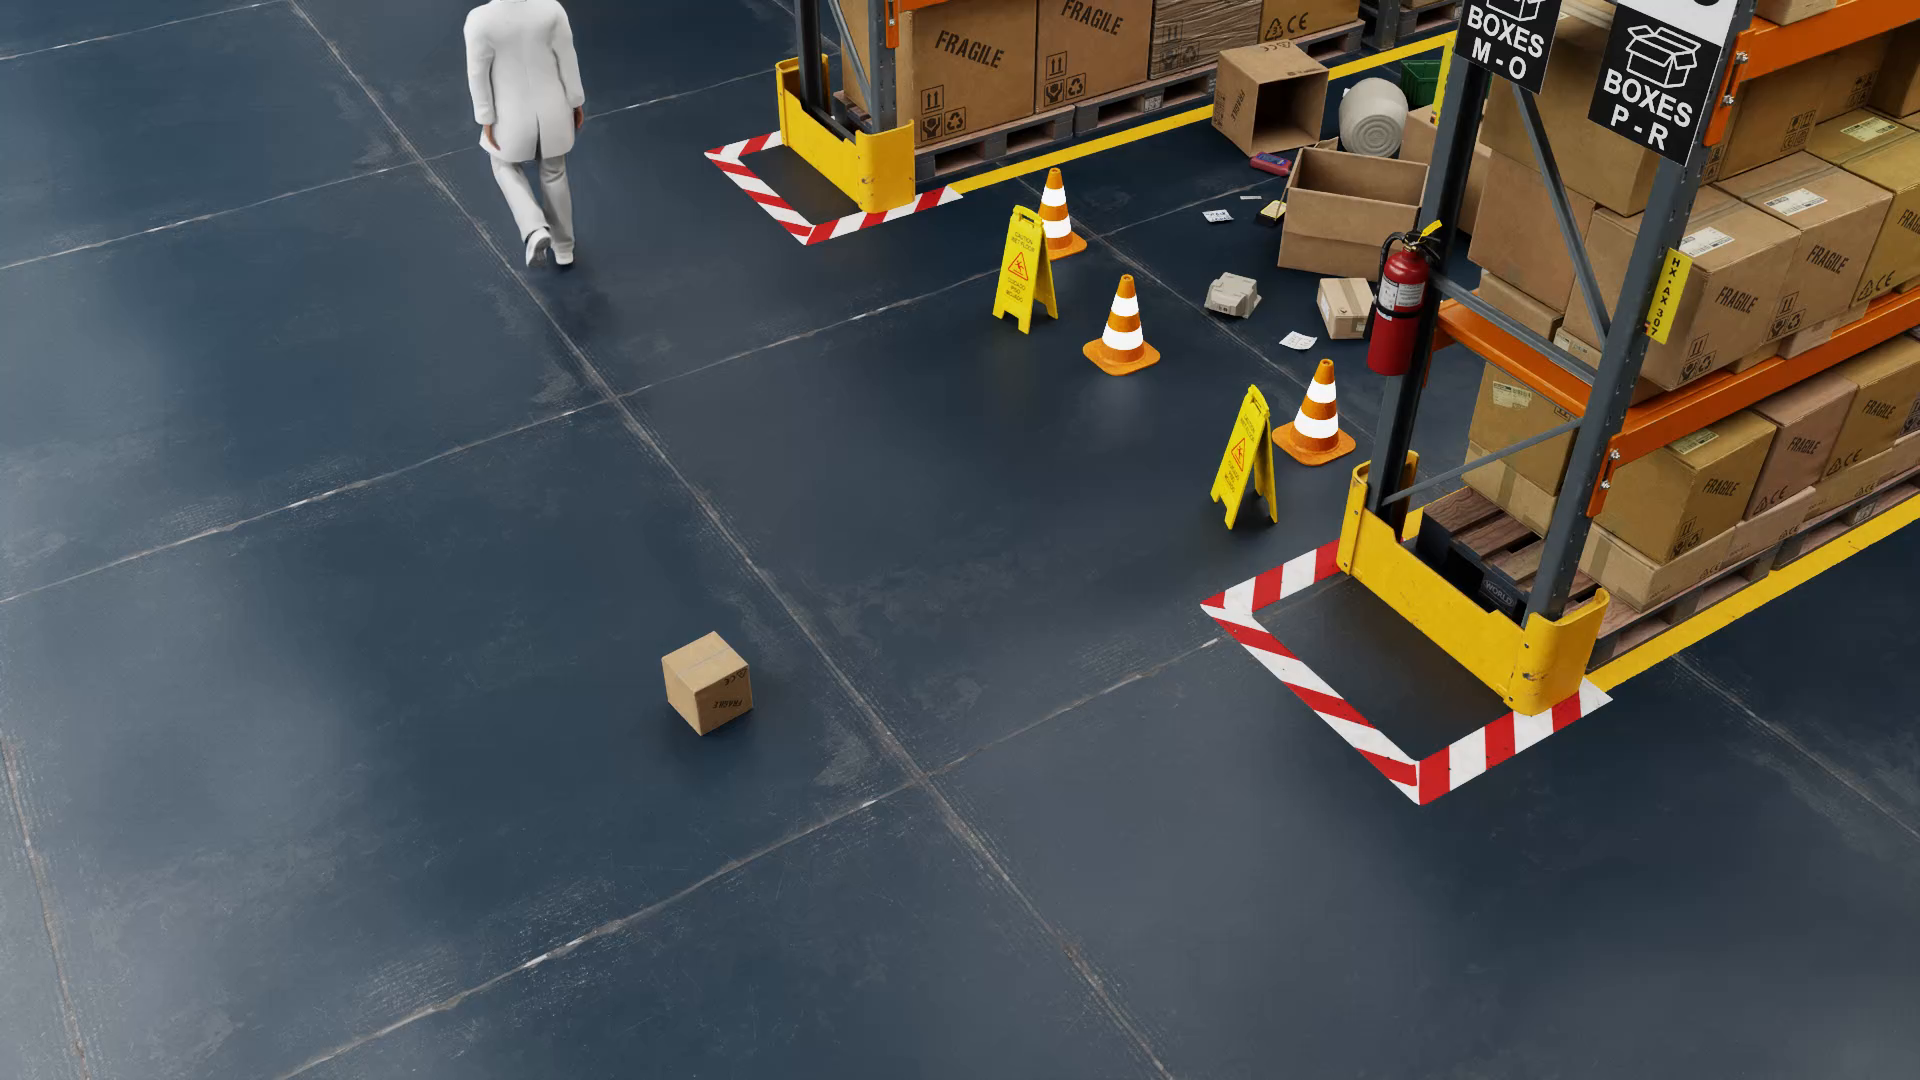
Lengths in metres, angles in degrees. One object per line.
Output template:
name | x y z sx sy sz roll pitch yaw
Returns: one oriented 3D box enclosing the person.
person | -2.264 -2.258 8.793 0.592 1.770 0.566 -17 43 -19
